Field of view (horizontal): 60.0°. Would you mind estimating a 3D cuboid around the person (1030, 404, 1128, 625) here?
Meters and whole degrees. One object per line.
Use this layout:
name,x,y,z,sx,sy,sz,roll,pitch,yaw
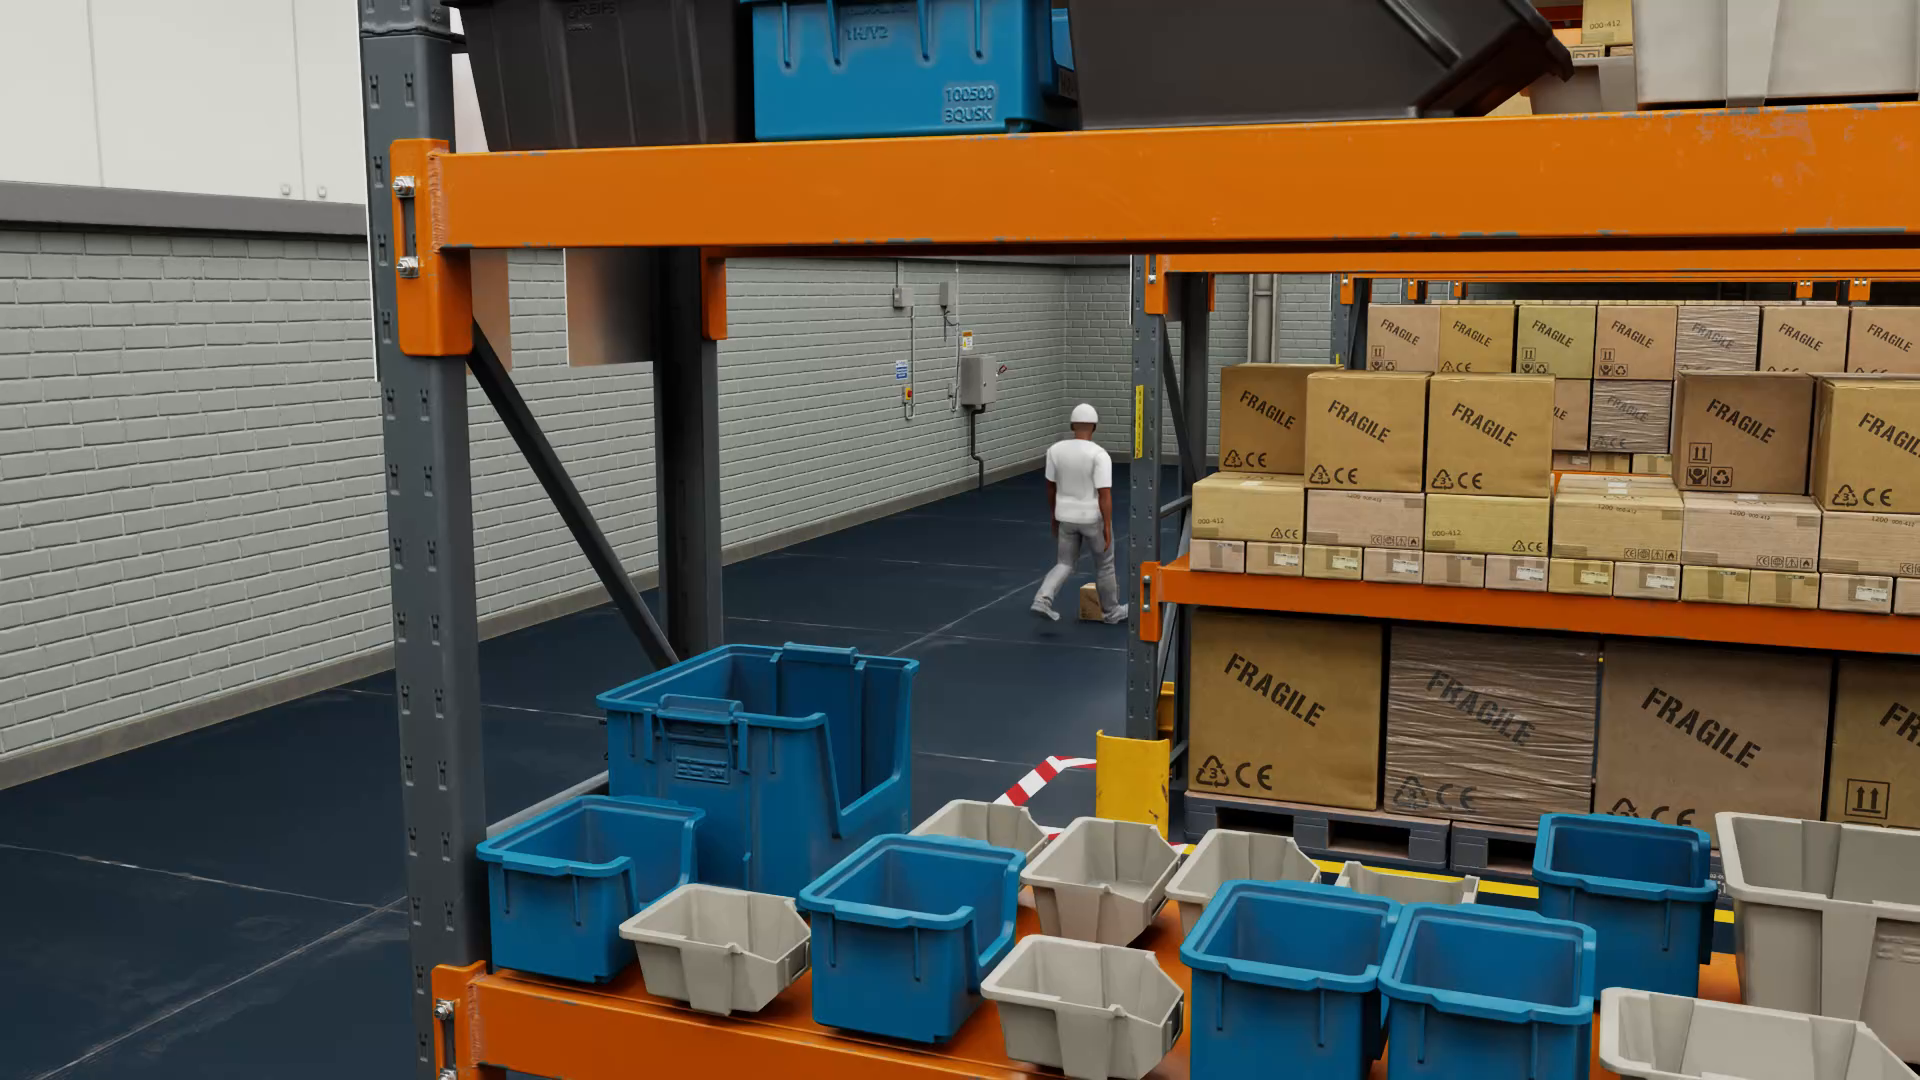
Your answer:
person,0.948,-0.173,12.586,0.588,1.730,0.986,6,10,32
